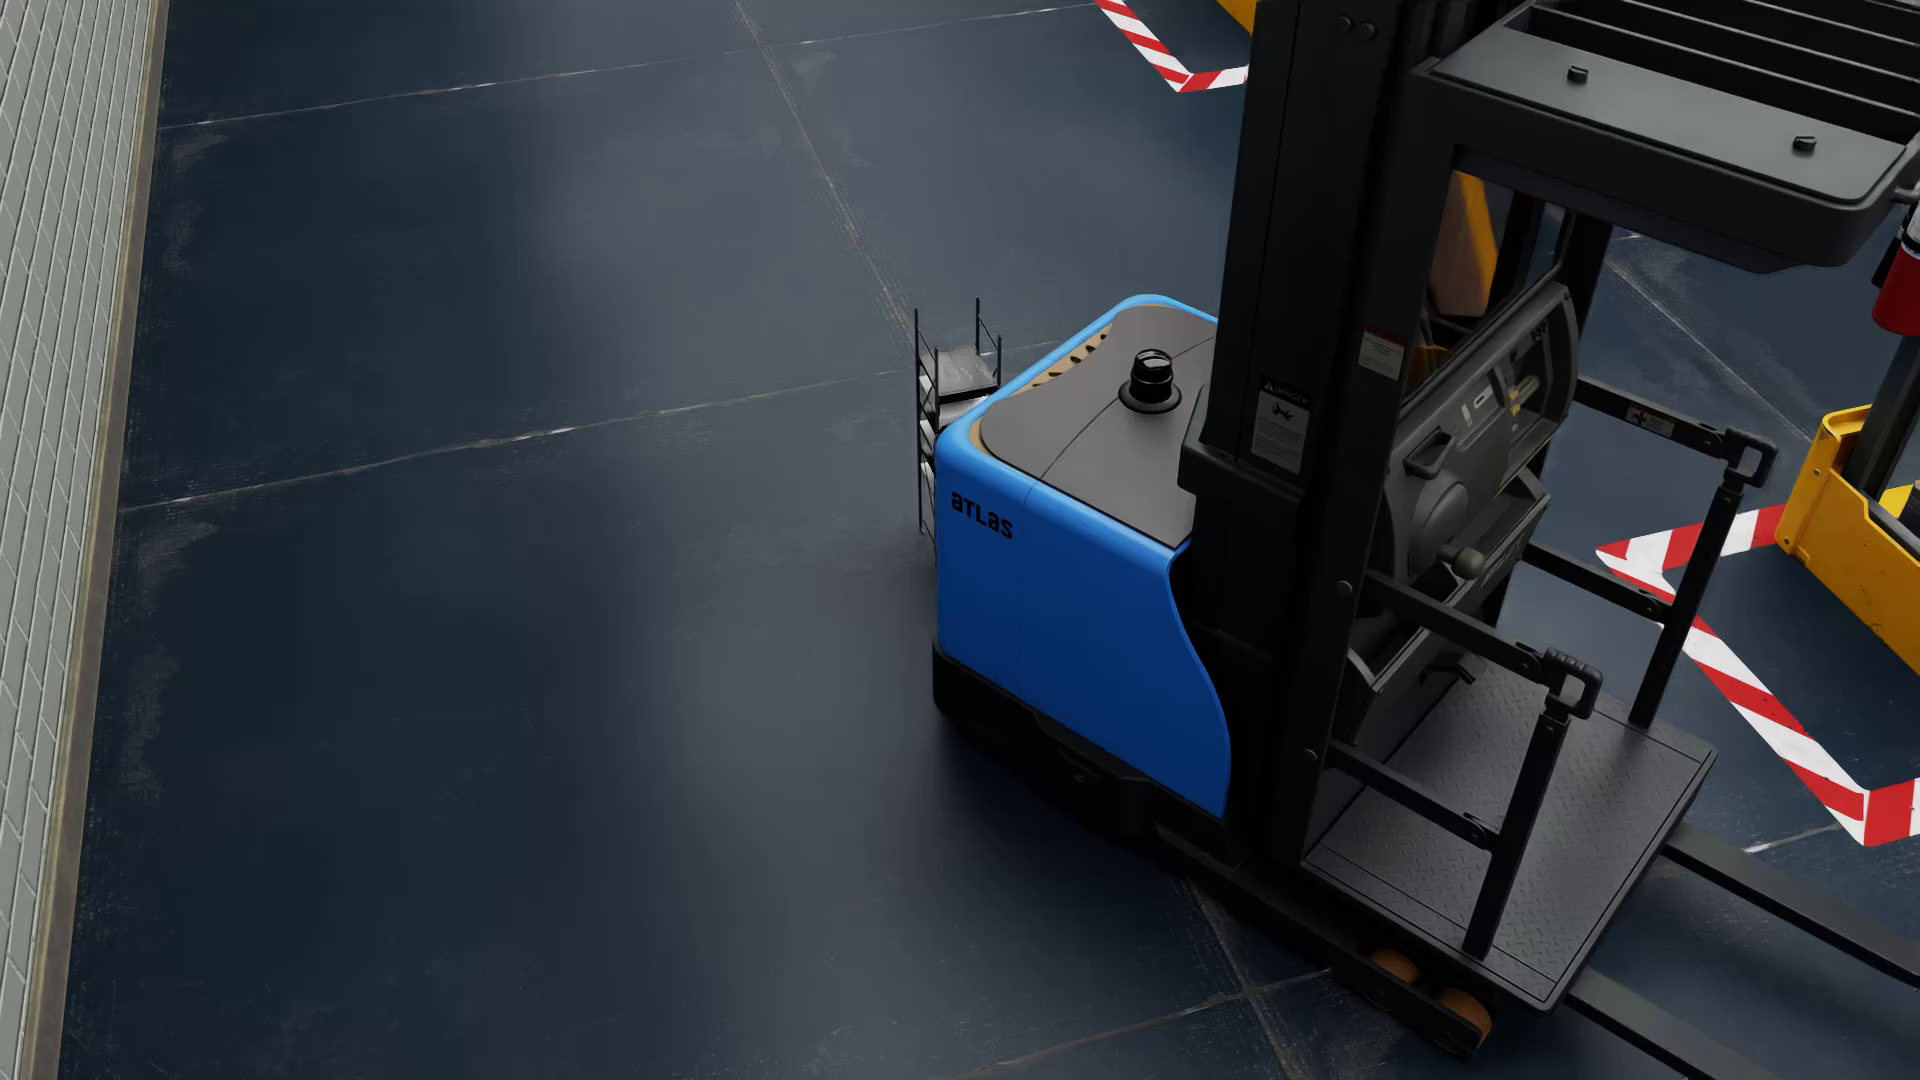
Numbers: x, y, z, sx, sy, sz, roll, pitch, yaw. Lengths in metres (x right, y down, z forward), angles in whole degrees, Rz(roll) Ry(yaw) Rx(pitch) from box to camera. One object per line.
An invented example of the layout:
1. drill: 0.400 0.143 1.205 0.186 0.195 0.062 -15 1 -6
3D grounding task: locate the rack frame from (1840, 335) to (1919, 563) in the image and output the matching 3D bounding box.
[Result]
1. rack frame: 3.158 -0.836 4.427 0.127 3.000 1.000 -12 42 -13

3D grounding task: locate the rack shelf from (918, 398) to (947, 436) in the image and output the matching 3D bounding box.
1. rack shelf: -0.008 -0.380 5.415 0.200 0.077 0.258 -12 42 -13

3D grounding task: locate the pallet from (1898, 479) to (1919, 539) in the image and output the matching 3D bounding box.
1. pallet: 3.957 0.075 5.504 1.213 0.211 1.003 -12 42 -13

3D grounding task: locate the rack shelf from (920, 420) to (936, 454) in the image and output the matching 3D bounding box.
1. rack shelf: -0.008 -0.312 5.474 0.200 0.077 0.258 -12 42 -13

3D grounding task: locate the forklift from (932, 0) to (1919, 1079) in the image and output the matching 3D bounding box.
1. forklift: 1.370 -0.191 3.741 3.031 2.935 1.130 29 49 29

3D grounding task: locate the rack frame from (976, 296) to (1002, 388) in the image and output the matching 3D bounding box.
1. rack frame: 0.089 -0.357 5.475 0.006 0.900 0.240 -12 42 -13

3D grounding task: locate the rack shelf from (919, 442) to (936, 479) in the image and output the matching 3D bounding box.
1. rack shelf: -0.008 -0.244 5.533 0.200 0.077 0.258 -12 42 -13

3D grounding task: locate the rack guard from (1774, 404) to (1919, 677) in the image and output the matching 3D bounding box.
1. rack guard: 3.139 0.118 5.235 0.348 0.500 1.175 -12 42 -13

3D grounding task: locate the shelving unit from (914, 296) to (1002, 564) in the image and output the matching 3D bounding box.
1. shelving unit: -0.008 -0.337 5.452 0.210 0.900 0.258 -12 42 -13

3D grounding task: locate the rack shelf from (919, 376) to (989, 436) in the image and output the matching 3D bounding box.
1. rack shelf: -0.008 -0.448 5.356 0.200 0.077 0.258 -12 42 -13

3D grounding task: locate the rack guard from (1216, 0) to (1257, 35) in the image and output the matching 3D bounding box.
1. rack guard: 1.648 -2.998 8.802 0.348 0.500 1.175 -12 42 -13

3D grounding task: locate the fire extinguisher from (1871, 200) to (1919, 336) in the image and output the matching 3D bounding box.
1. fire extinguisher: 2.878 -0.922 4.868 0.183 0.674 0.296 -12 42 -13

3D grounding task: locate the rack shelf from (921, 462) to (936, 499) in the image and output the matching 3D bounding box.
1. rack shelf: -0.008 -0.177 5.592 0.200 0.077 0.258 -12 42 -13

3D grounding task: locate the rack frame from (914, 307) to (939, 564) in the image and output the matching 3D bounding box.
1. rack frame: -0.105 -0.317 5.429 0.006 0.900 0.240 -12 42 -13

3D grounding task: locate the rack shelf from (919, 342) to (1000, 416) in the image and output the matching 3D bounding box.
1. rack shelf: -0.008 -0.516 5.296 0.200 0.077 0.258 -12 42 -13
